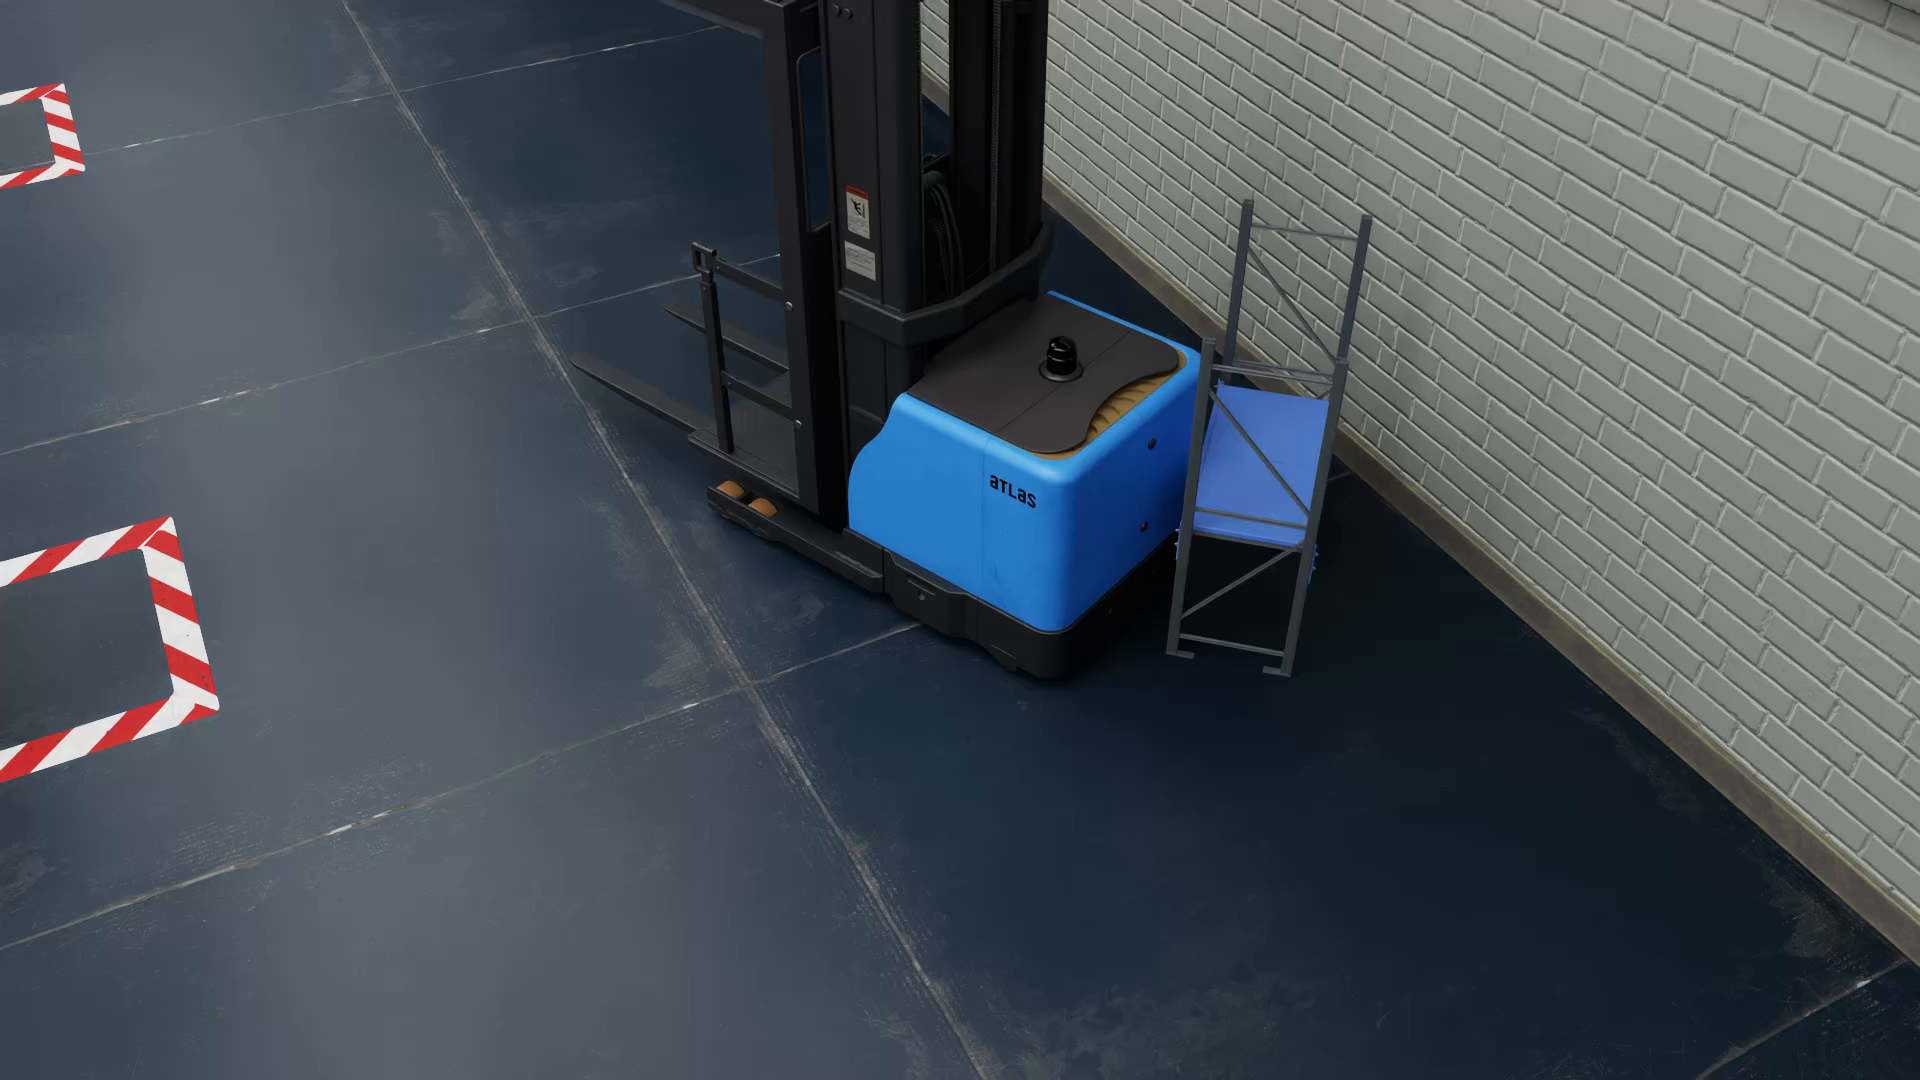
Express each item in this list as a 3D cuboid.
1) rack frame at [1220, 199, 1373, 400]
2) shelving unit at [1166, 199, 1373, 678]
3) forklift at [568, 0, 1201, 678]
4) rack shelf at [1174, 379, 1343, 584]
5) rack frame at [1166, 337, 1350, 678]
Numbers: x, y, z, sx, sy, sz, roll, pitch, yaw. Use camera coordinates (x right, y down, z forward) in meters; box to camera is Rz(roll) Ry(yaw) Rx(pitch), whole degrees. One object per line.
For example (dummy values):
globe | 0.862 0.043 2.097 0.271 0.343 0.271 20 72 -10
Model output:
rack frame | 1.344 -0.711 6.928 0.500 1.500 0.032 10 41 11
shelving unit | 1.211 -0.394 6.553 0.538 1.500 1.048 10 41 11
forklift | -0.485 -1.372 6.602 3.031 2.935 1.130 28 47 29
rack shelf | 1.210 -0.257 6.670 0.538 0.185 1.000 10 41 11
rack frame | 1.078 -0.077 6.179 0.500 1.500 0.032 10 41 11
